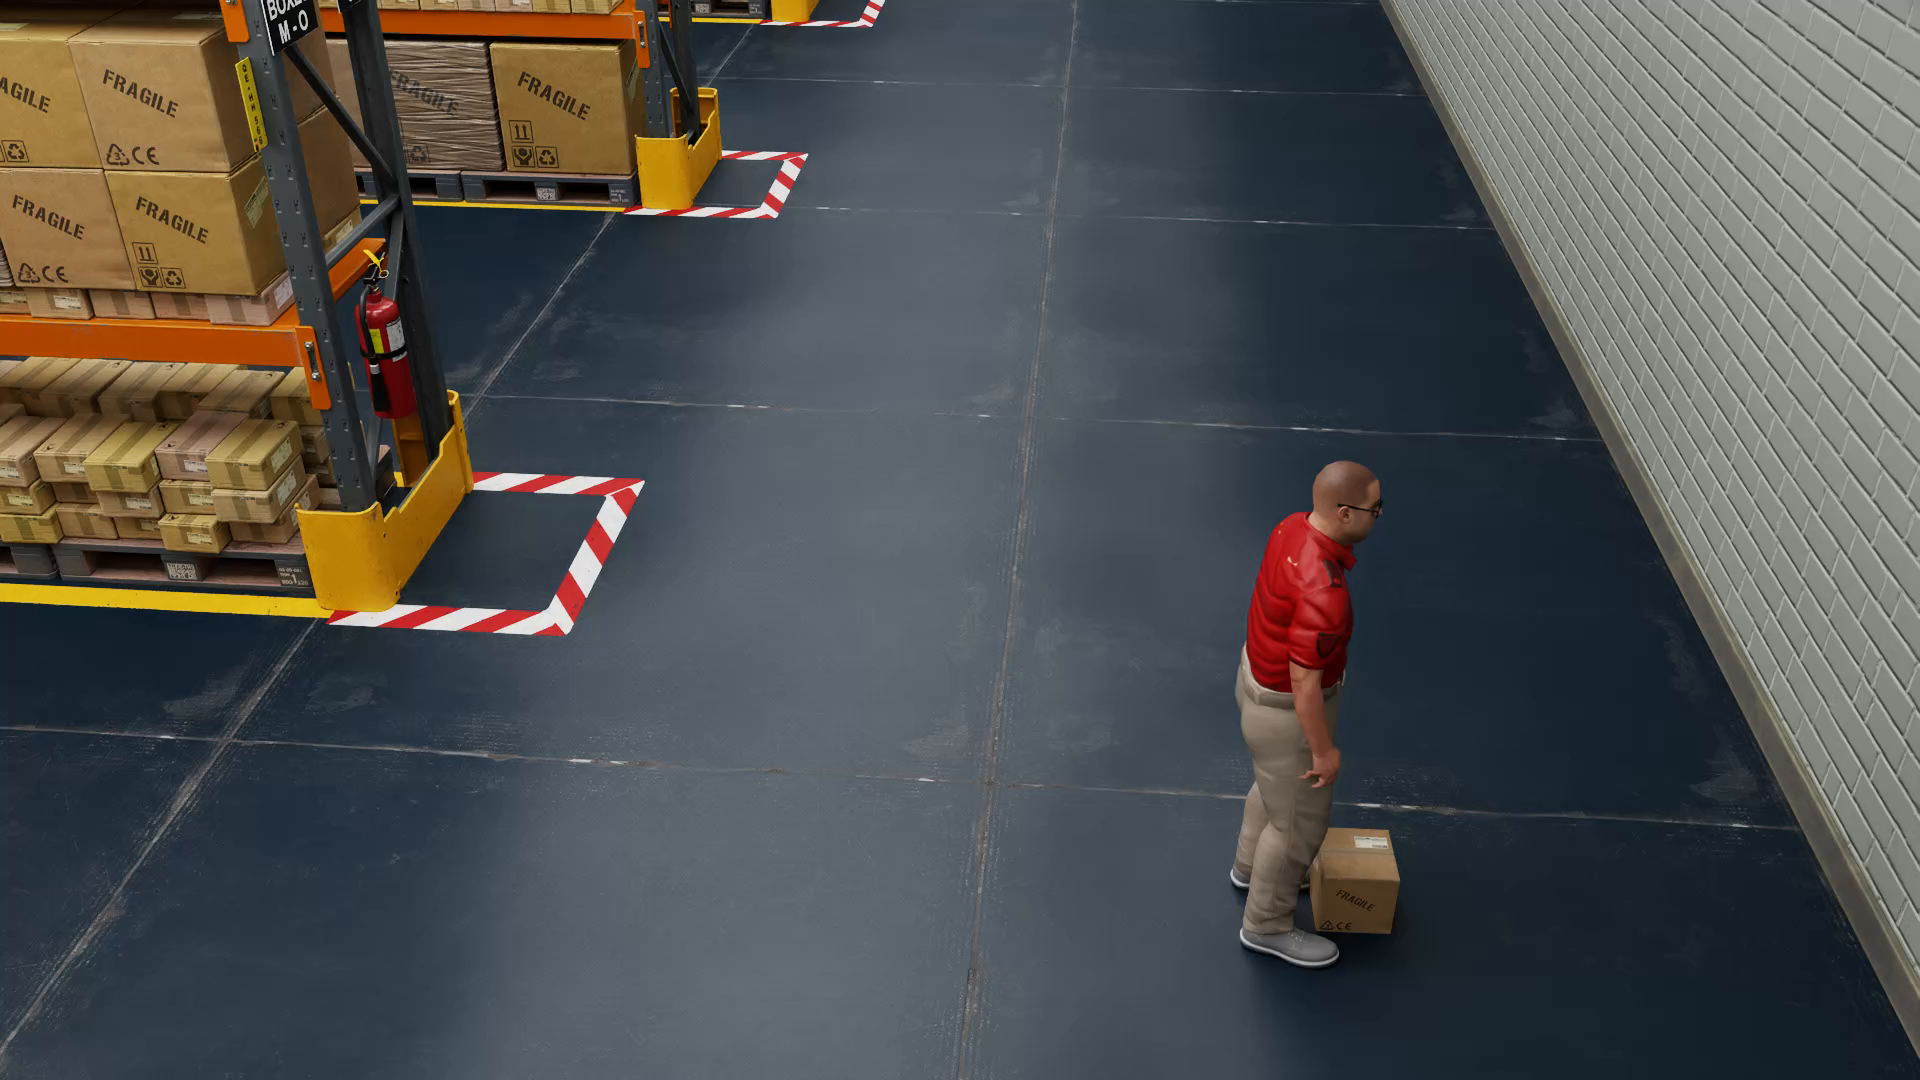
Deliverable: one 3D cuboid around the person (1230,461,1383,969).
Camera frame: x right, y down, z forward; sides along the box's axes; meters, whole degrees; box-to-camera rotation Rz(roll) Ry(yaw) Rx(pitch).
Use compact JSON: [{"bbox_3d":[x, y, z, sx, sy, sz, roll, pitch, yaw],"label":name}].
[{"bbox_3d":[1.081,0.525,5.298,0.385,1.728,0.605,1,32,2],"label":"person"}]
